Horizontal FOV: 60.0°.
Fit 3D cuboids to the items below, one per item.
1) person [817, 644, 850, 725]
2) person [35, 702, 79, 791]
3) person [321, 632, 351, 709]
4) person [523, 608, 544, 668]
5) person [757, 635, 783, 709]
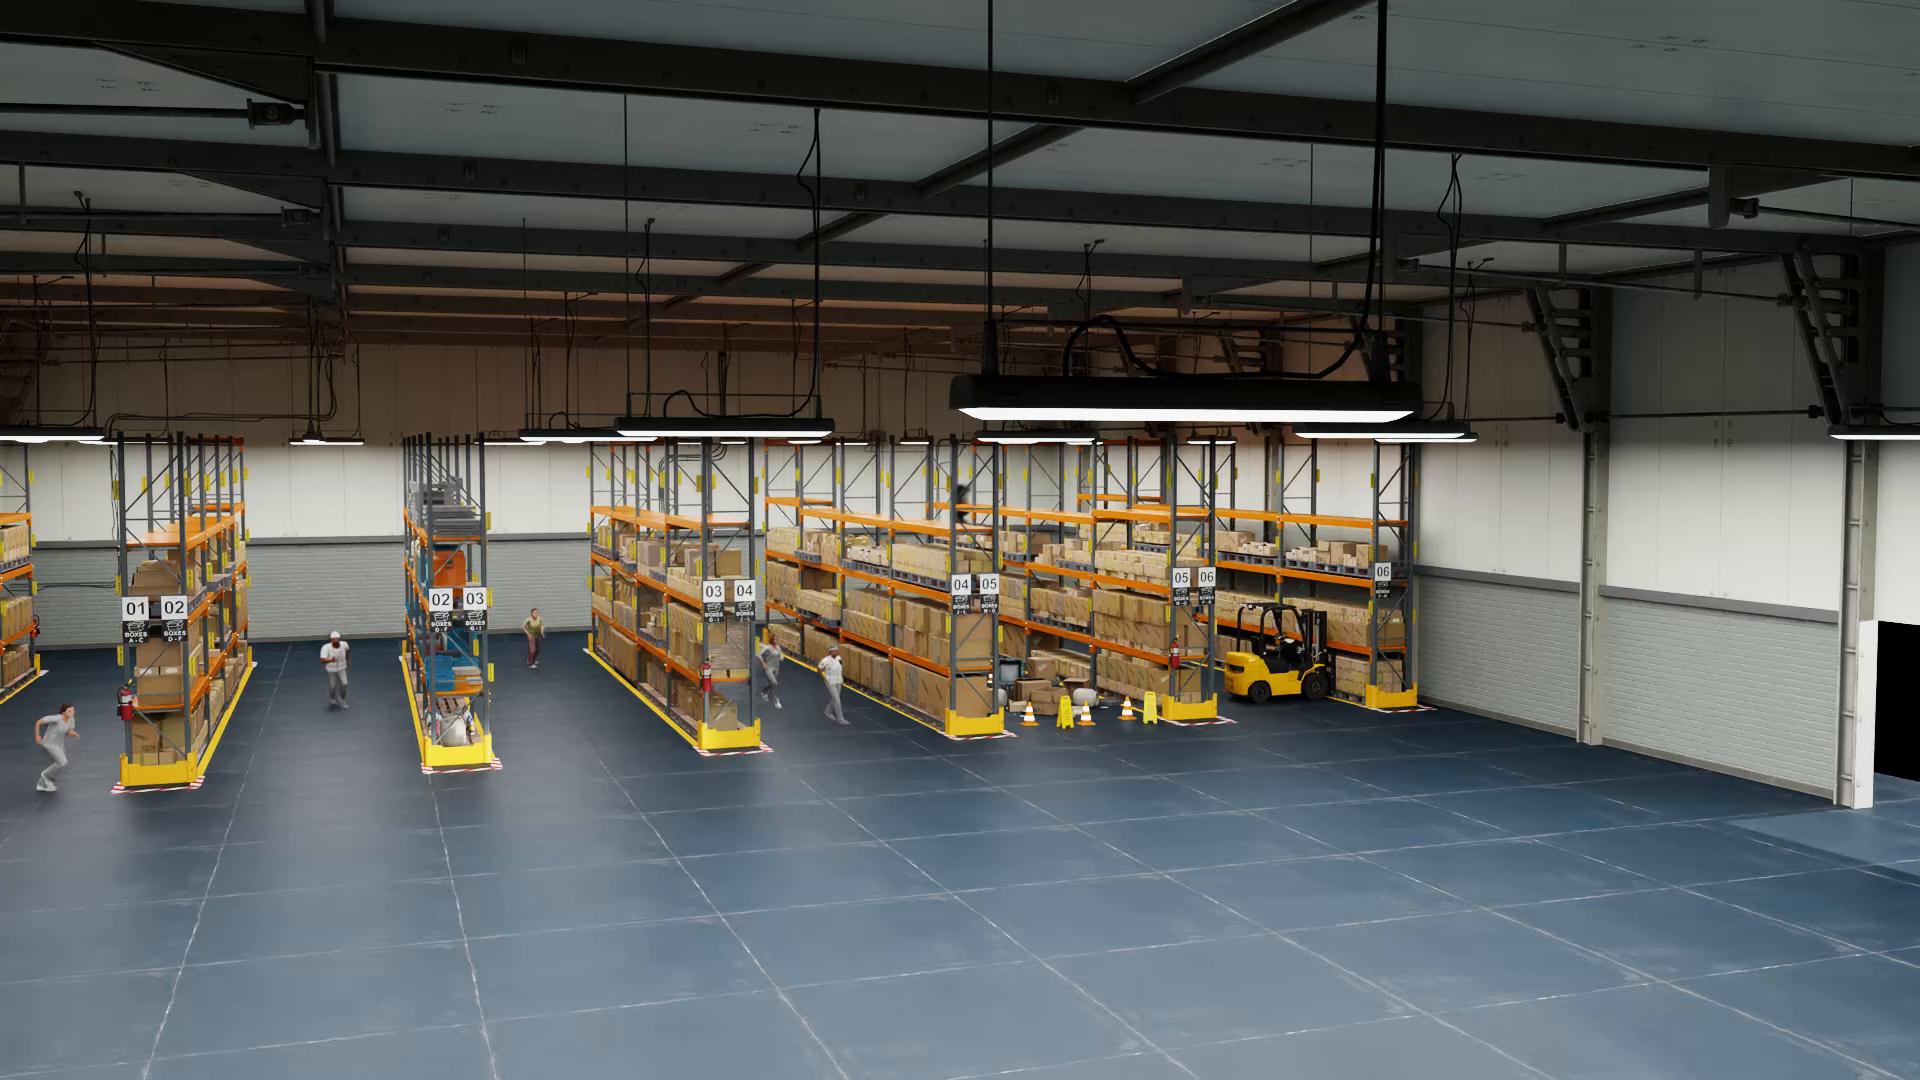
[{"bbox_3d":[-2.623,2.961,34.391,0.849,1.660,0.570,3,4,44],"label":"person"},{"bbox_3d":[-15.004,3.439,27.567,0.839,1.502,0.599,1,3,18],"label":"person"},{"bbox_3d":[-13.658,2.838,36.403,0.642,1.705,0.968,-2,4,-27],"label":"person"},{"bbox_3d":[-11.136,2.537,43.290,0.587,1.578,0.780,-3,4,-43],"label":"person"},{"bbox_3d":[-4.201,2.885,36.722,0.524,1.612,0.891,-3,4,-44],"label":"person"}]
